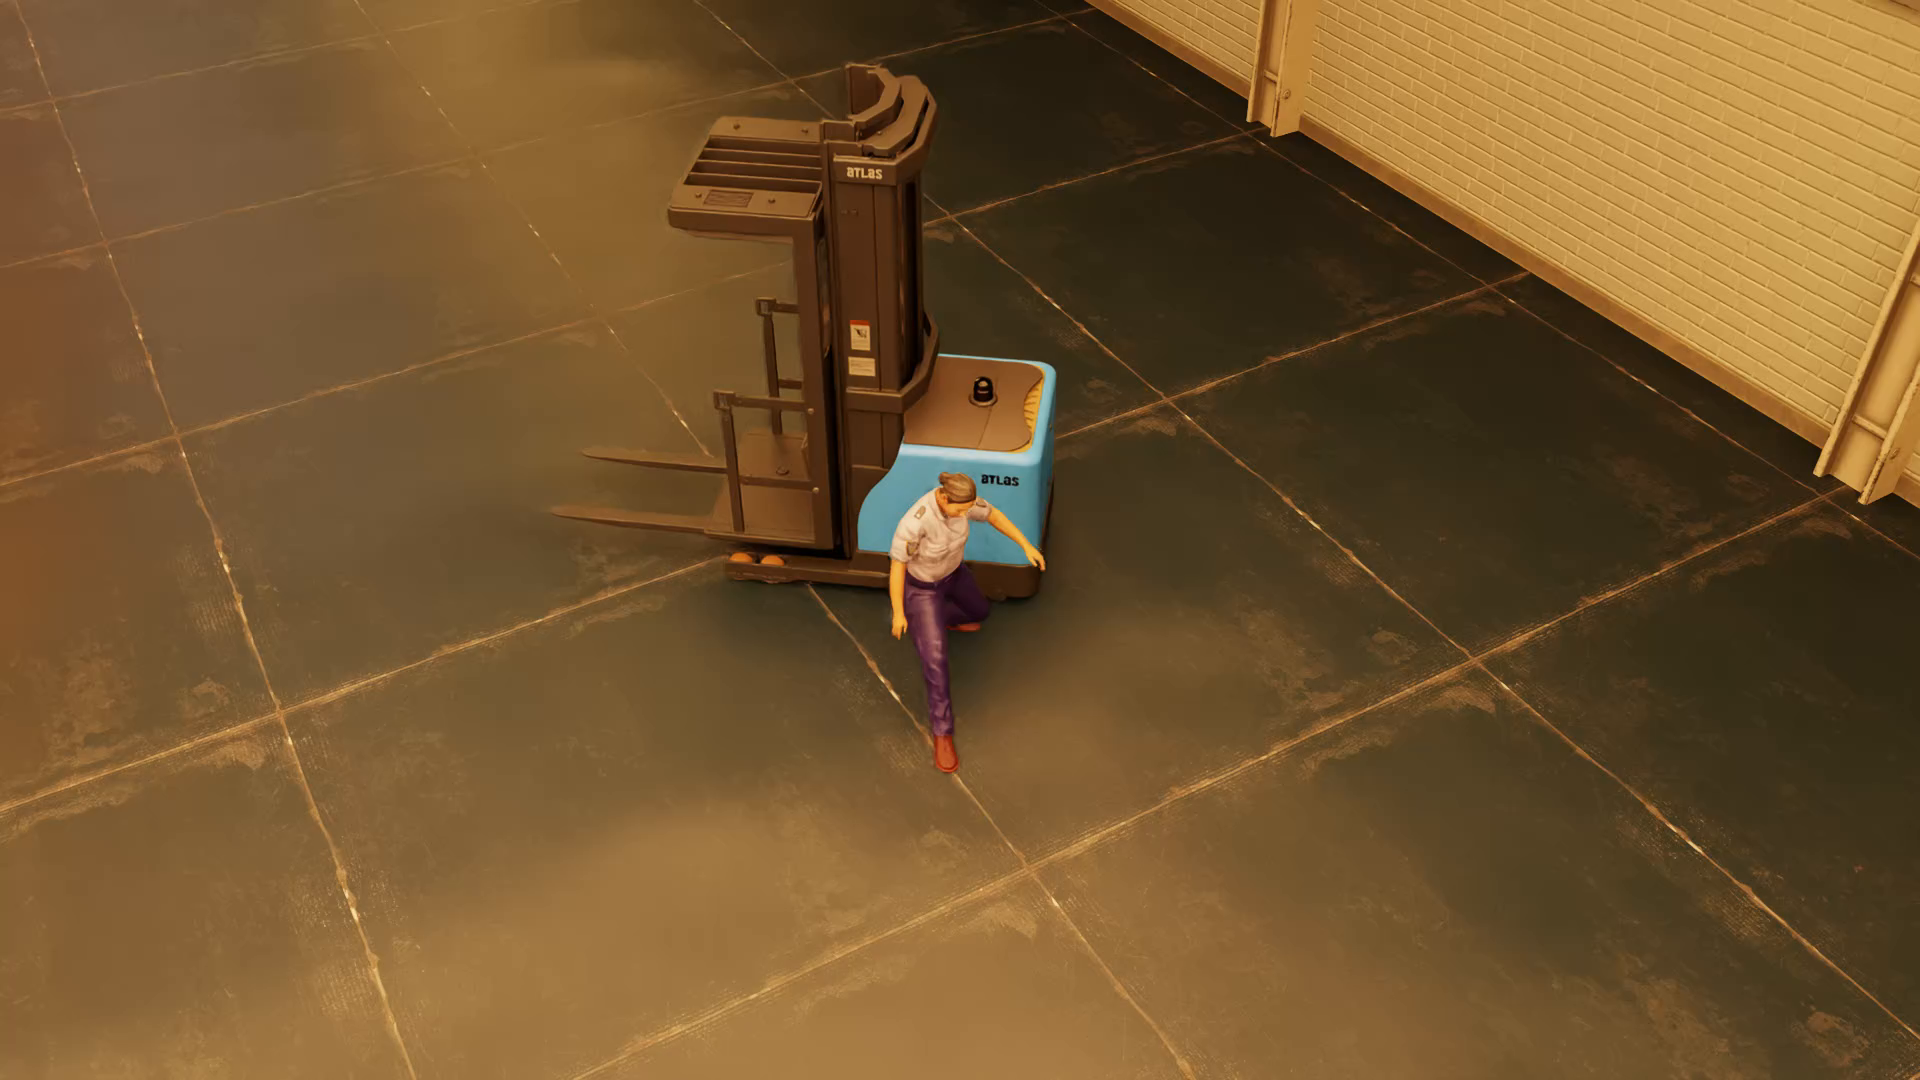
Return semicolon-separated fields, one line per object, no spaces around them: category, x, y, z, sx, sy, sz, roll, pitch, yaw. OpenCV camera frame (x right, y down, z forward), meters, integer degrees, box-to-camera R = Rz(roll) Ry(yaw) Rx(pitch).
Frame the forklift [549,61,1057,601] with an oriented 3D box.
forklift;-0.971;-1.195;9.477;3.031;2.935;1.130;5;40;6

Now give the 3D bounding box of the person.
person;-0.051;0.297;8.882;0.950;1.443;1.010;32;49;32
